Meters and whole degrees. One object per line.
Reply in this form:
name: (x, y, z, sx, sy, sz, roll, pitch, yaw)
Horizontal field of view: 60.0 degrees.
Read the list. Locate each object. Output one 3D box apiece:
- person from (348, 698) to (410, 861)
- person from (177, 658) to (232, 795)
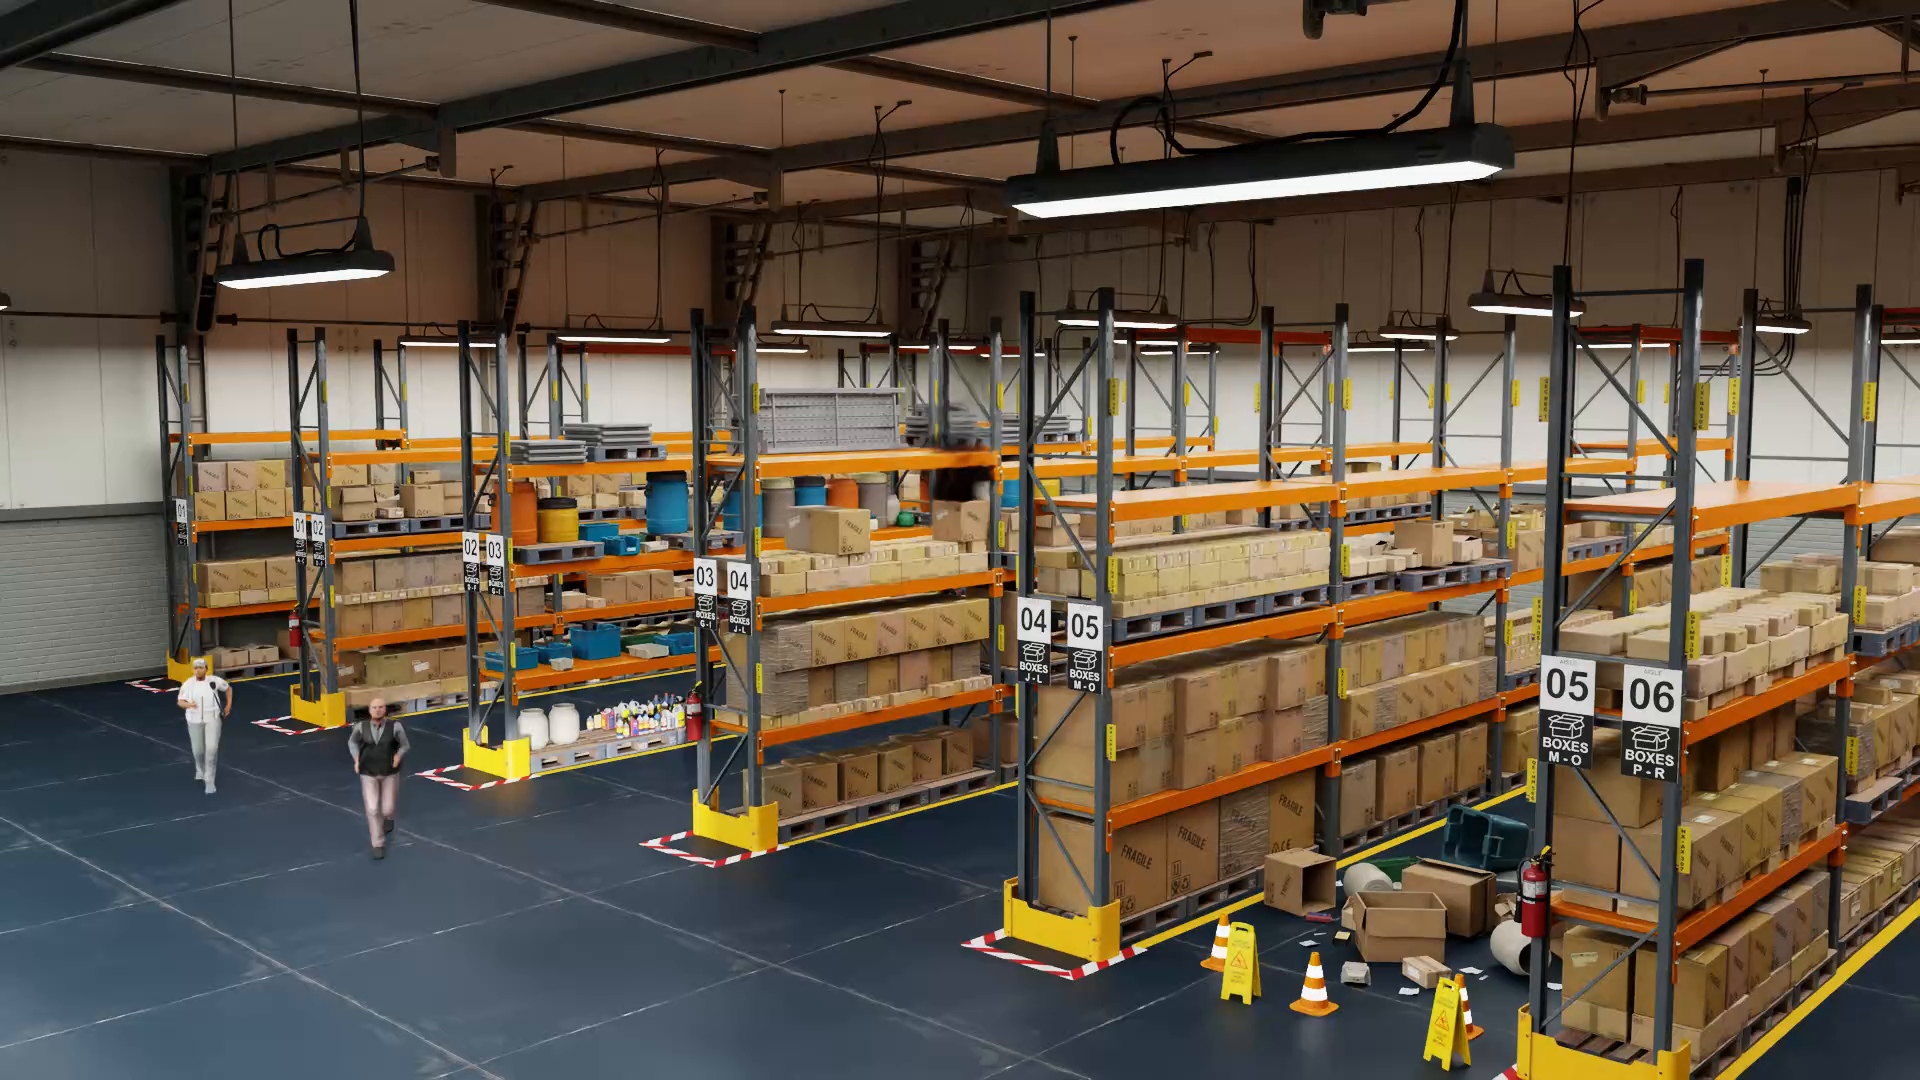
person: (-6.420, 2.601, 18.395, 0.662, 1.721, 0.875, -2, 6, -17)
person: (-9.670, 2.353, 21.286, 0.608, 1.689, 0.894, -2, 6, -16)
